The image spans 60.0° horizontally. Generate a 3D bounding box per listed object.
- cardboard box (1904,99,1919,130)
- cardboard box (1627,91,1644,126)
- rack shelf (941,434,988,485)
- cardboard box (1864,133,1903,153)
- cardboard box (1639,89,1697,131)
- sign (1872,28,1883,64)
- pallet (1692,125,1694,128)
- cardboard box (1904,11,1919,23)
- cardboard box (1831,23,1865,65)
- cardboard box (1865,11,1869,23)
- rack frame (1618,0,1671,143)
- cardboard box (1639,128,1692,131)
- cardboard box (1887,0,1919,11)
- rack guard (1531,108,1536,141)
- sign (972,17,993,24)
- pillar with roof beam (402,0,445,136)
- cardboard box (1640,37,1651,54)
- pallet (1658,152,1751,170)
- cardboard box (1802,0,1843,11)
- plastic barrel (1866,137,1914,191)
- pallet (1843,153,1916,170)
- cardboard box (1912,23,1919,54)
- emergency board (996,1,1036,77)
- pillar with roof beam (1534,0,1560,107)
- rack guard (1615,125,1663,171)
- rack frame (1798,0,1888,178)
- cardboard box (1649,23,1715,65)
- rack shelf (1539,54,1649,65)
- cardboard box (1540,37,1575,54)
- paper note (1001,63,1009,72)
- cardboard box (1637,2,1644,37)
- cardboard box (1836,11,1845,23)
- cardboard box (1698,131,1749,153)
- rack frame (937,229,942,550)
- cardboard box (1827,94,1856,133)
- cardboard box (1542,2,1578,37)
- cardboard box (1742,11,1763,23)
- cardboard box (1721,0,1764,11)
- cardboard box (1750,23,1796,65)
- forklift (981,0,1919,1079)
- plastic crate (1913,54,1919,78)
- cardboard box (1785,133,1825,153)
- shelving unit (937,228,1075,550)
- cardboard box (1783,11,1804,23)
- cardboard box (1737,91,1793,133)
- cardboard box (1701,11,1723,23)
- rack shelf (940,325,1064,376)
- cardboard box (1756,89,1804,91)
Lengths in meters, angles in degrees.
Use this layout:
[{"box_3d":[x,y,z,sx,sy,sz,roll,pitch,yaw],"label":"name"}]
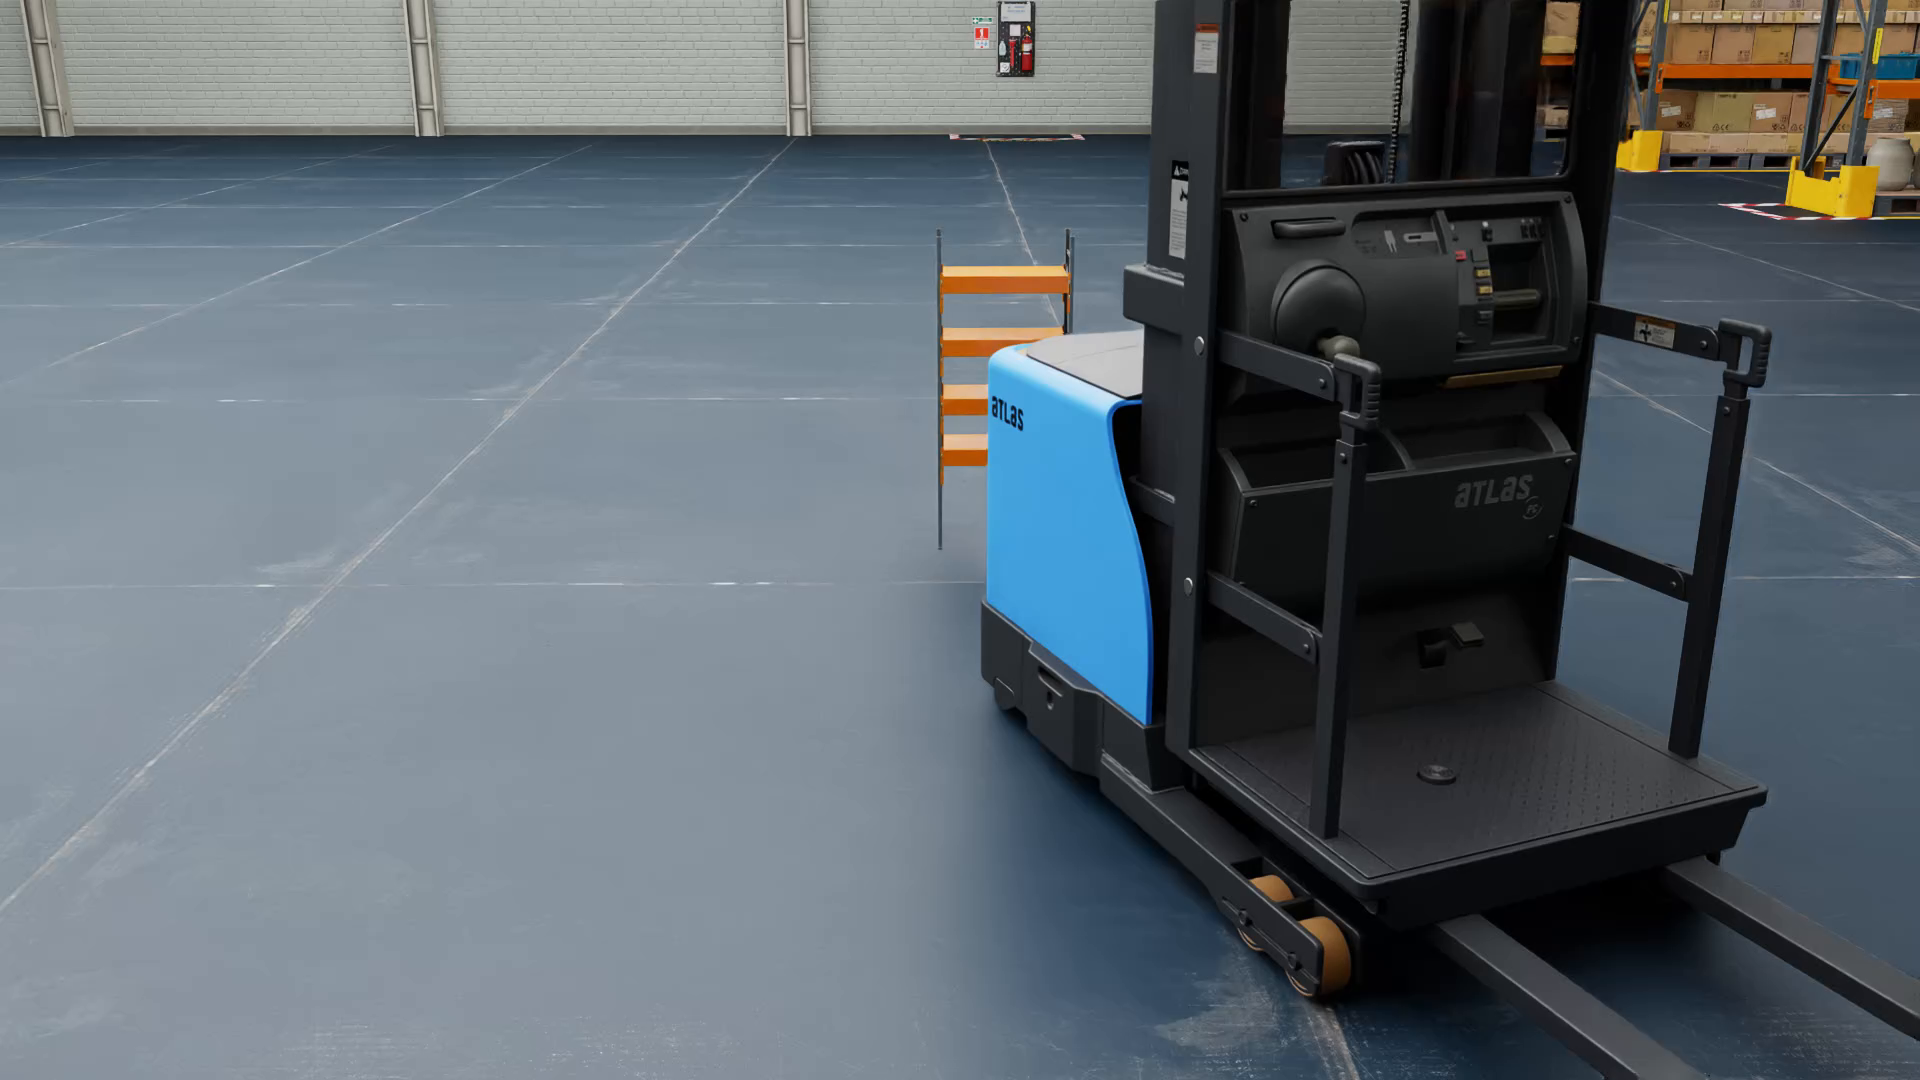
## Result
[{"box_3d":[12.305,-5.677,21.921,0.500,0.500,0.500,0,18,-1],"label":"cardboard box"},{"box_3d":[10.690,-6.816,26.256,0.500,0.500,0.700,-1,18,-4],"label":"cardboard box"},{"box_3d":[0.166,-0.319,6.448,0.480,0.148,0.258,0,18,-1],"label":"rack shelf"},{"box_3d":[11.814,-5.158,21.531,0.500,0.250,0.500,0,18,-1],"label":"cardboard box"},{"box_3d":[9.306,-5.658,21.861,0.500,0.500,0.500,0,18,-1],"label":"cardboard box"},{"box_3d":[8.853,-4.768,16.046,0.005,0.325,0.100,0,18,-1],"label":"sign"},{"box_3d":[12.021,-6.507,26.487,1.213,0.211,1.003,0,18,-1],"label":"pallet"},{"box_3d":[11.996,-6.623,21.058,0.250,0.149,0.380,-1,18,-2],"label":"cardboard box"},{"box_3d":[11.301,-6.374,21.342,0.500,0.500,0.700,0,18,0],"label":"cardboard box"},{"box_3d":[11.488,-6.621,21.052,0.250,0.149,0.380,0,18,-1],"label":"cardboard box"},{"box_3d":[8.774,-6.317,21.328,0.127,3.000,1.000,0,18,-1],"label":"rack frame"},{"box_3d":[9.306,-5.300,21.973,0.500,0.250,0.500,0,18,-1],"label":"cardboard box"},{"box_3d":[11.825,-6.994,21.153,0.500,0.500,0.700,0,18,-1],"label":"cardboard box"},{"box_3d":[8.769,-6.640,26.427,0.348,0.500,1.175,0,18,-1],"label":"rack guard"},{"box_3d":[0.358,-8.363,26.782,0.331,0.109,0.001,0,18,-1],"label":"sign"},{"box_3d":[-8.551,-9.552,21.593,0.400,9.000,9.100,0,18,-1],"label":"pillar with roof beam"},{"box_3d":[10.719,-7.682,25.798,0.500,0.250,0.500,0,18,0],"label":"cardboard box"},{"box_3d":[9.538,-5.005,21.805,1.213,0.211,1.003,0,18,-1],"label":"pallet"},{"box_3d":[10.825,-6.990,21.139,0.500,0.500,0.700,0,18,-1],"label":"cardboard box"},{"box_3d":[9.506,-3.846,17.010,0.421,0.512,0.421,0,18,0],"label":"plastic barrel"},{"box_3d":[11.978,-5.017,21.842,1.213,0.211,1.003,0,18,-1],"label":"pallet"},{"box_3d":[12.330,-6.379,21.360,0.500,0.500,0.700,-1,18,-2],"label":"cardboard box"},{"box_3d":[0.908,-8.068,26.787,0.643,1.169,0.194,0,18,-1],"label":"emergency board"},{"box_3d":[9.447,-9.639,21.863,0.400,9.000,9.100,0,18,-1],"label":"pillar with roof beam"},{"box_3d":[8.750,-5.126,21.709,0.348,0.500,1.175,0,18,-1],"label":"rack guard"},{"box_3d":[8.849,-4.804,16.612,0.127,3.000,1.000,0,18,-1],"label":"rack frame"},{"box_3d":[9.241,-6.363,21.308,0.500,0.500,0.700,0,18,-1],"label":"cardboard box"},{"box_3d":[10.692,-7.497,26.184,4.000,0.370,1.077,0,18,-1],"label":"rack shelf"},{"box_3d":[9.185,-7.673,25.769,0.500,0.250,0.500,-1,18,-2],"label":"cardboard box"},{"box_3d":[0.730,-7.669,26.985,0.142,0.148,0.016,0,18,-1],"label":"paper note"},{"box_3d":[10.186,-8.035,25.670,0.500,0.500,0.500,-1,18,-3],"label":"cardboard box"},{"box_3d":[10.970,-6.618,21.041,0.250,0.149,0.380,0,18,1],"label":"cardboard box"},{"box_3d":[9.814,-5.146,21.491,0.500,0.250,0.500,0,18,-1],"label":"cardboard box"},{"box_3d":[-0.078,-0.571,6.363,0.015,1.200,0.240,0,18,-1],"label":"rack frame"},{"box_3d":[11.314,-5.512,21.407,0.500,0.500,0.500,0,18,-1],"label":"cardboard box"},{"box_3d":[9.175,-8.035,25.671,0.500,0.500,0.500,0,18,-1],"label":"cardboard box"},{"box_3d":[9.936,-6.613,21.025,0.250,0.149,0.380,-1,18,-2],"label":"cardboard box"},{"box_3d":[9.820,-6.985,21.123,0.500,0.500,0.700,-1,18,-2],"label":"cardboard box"},{"box_3d":[10.263,-6.367,21.322,0.500,0.500,0.700,0,18,0],"label":"cardboard box"},{"box_3d":[1.106,-0.575,3.541,1.130,2.935,3.031,-7,19,-22],"label":"forklift"},{"box_3d":[9.994,-4.828,16.931,0.408,0.251,0.499,0,18,-1],"label":"plastic crate"},{"box_3d":[10.814,-5.149,21.501,0.500,0.250,0.500,0,18,-1],"label":"cardboard box"},{"box_3d":[0.166,-0.572,6.367,0.503,1.200,0.258,0,18,-1],"label":"shelving unit"},{"box_3d":[10.458,-6.616,21.036,0.250,0.149,0.380,-1,18,-2],"label":"cardboard box"},{"box_3d":[10.314,-5.508,21.395,0.500,0.500,0.500,0,18,-1],"label":"cardboard box"},{"box_3d":[9.434,-6.611,21.021,0.250,0.149,0.380,-1,18,-2],"label":"cardboard box"},{"box_3d":[0.166,-0.721,6.319,0.480,0.148,0.258,0,18,-1],"label":"rack shelf"},{"box_3d":[10.806,-5.669,21.896,0.500,0.500,0.500,0,18,-1],"label":"cardboard box"}]
